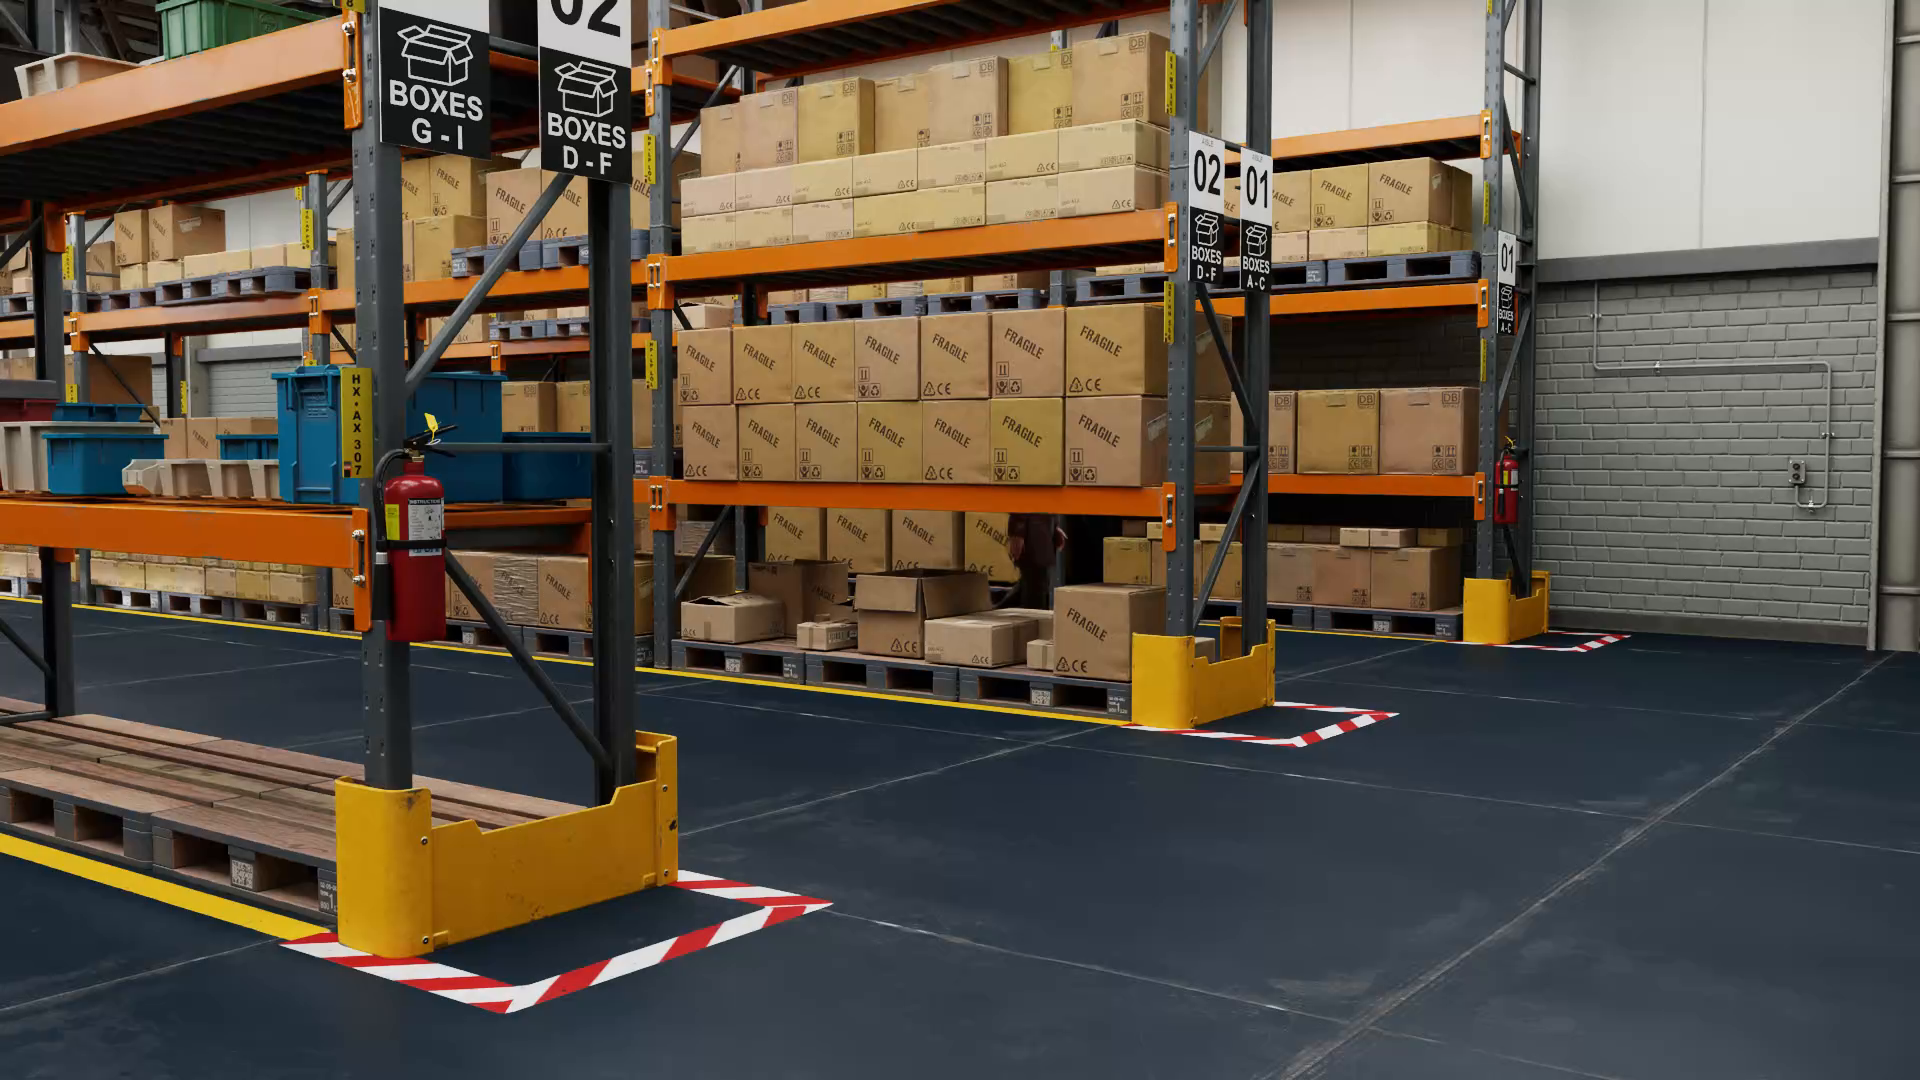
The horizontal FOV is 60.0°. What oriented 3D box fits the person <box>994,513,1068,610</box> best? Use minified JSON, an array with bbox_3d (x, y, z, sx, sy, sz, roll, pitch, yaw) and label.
[{"bbox_3d":[0.471,-0.040,12.048,0.699,1.774,0.607,1,3,17],"label":"person"}]
